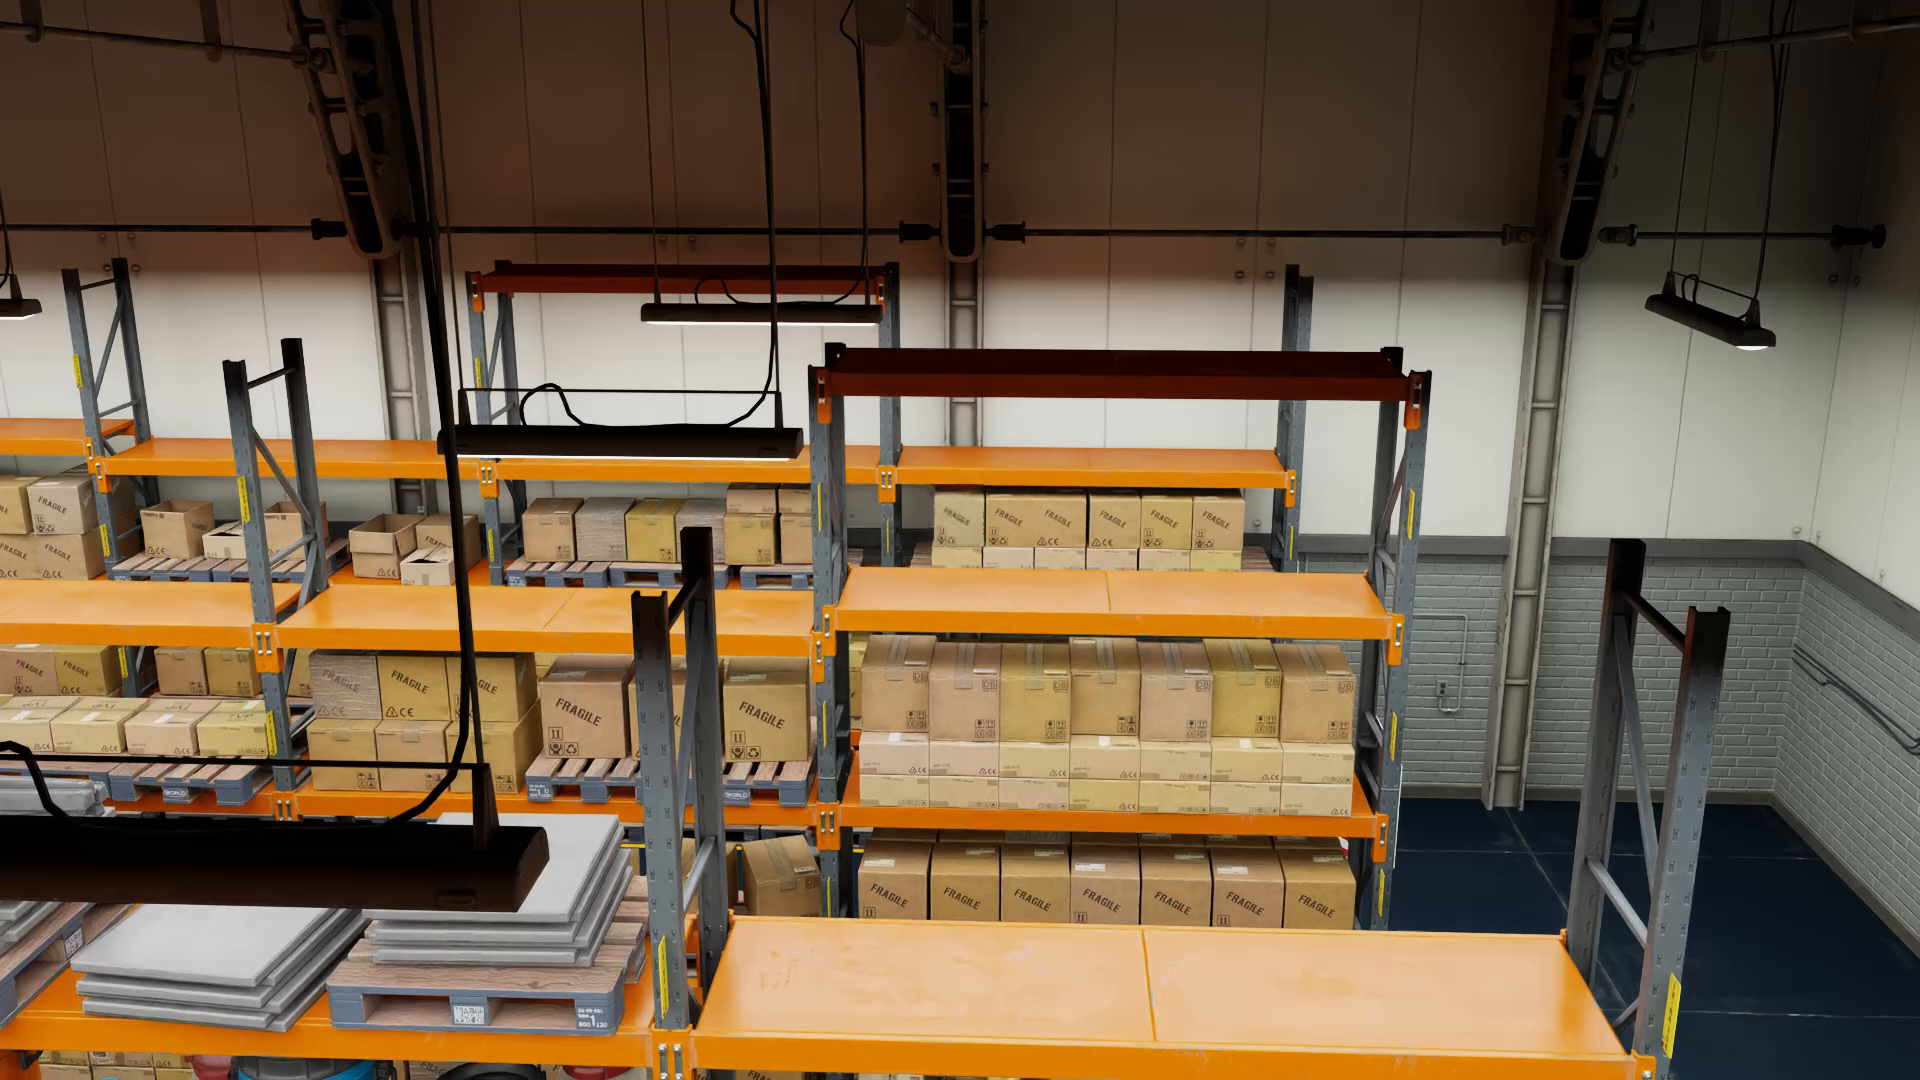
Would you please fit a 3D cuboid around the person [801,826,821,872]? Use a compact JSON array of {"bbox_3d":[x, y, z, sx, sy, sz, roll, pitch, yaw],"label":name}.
[{"bbox_3d":[-1.299,3.155,14.685,0.537,1.719,0.566,1,16,2],"label":"person"}]
